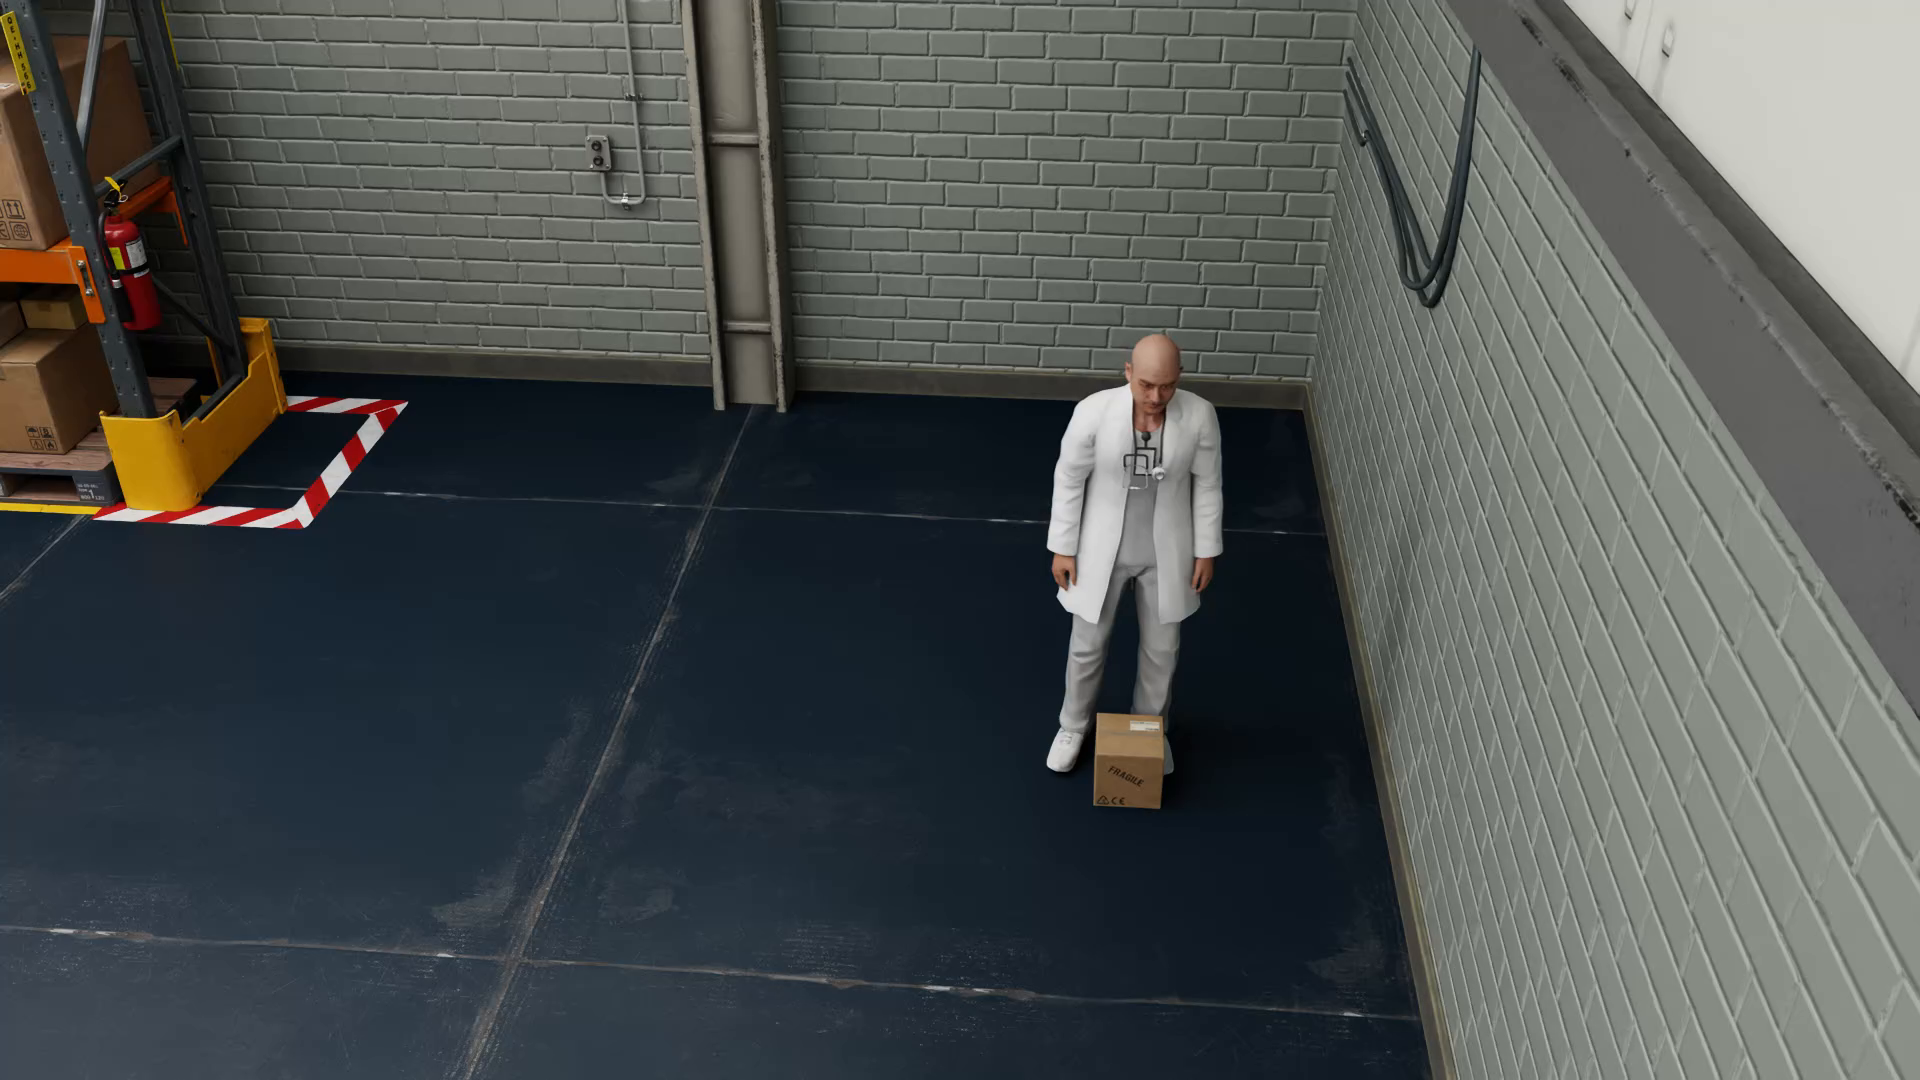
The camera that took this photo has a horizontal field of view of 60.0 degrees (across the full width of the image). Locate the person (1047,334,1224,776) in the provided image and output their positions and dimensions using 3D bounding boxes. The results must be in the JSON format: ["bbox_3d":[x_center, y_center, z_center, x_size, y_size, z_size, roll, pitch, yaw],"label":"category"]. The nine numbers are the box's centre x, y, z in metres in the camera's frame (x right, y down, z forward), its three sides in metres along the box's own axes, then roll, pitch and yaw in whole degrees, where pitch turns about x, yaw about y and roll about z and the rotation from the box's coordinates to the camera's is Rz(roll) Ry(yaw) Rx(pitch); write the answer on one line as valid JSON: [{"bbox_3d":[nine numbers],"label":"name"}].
[{"bbox_3d":[0.637,0.053,6.065,0.643,1.772,0.433,1,32,2],"label":"person"}]
